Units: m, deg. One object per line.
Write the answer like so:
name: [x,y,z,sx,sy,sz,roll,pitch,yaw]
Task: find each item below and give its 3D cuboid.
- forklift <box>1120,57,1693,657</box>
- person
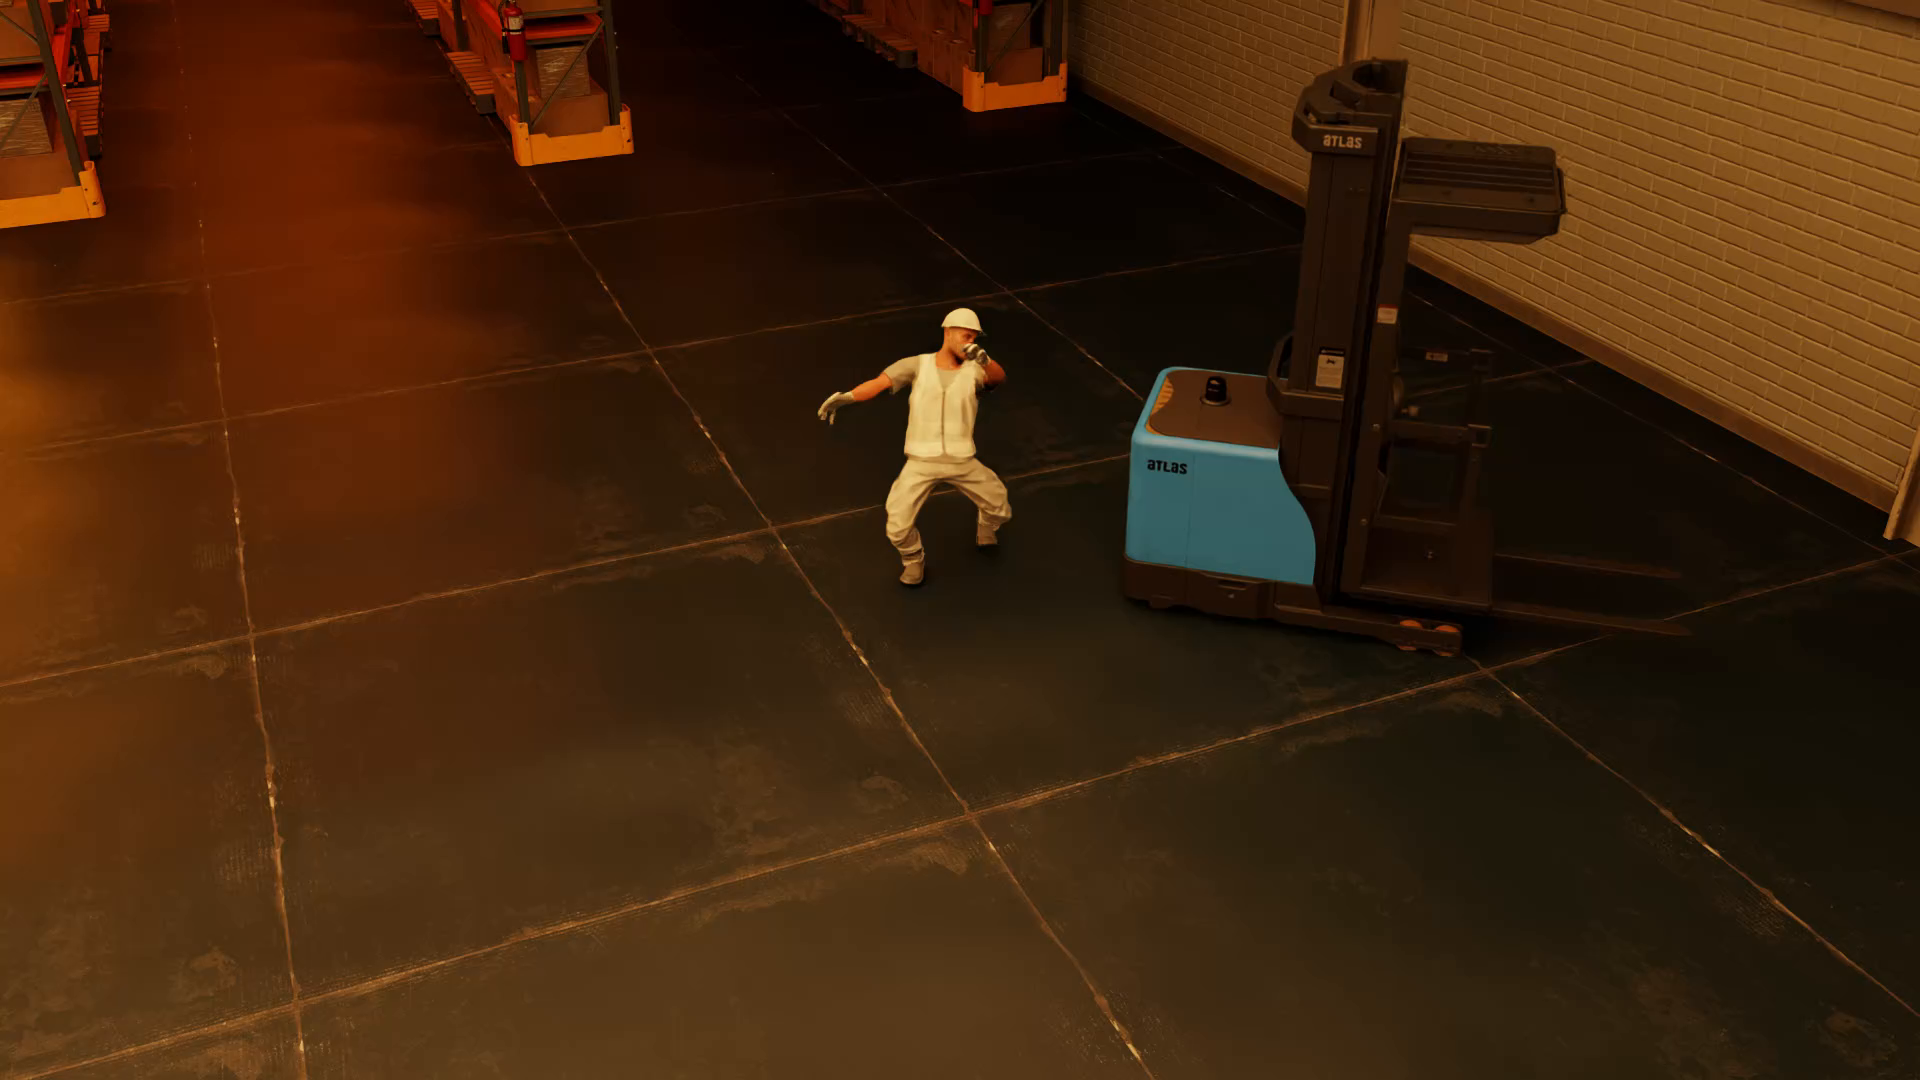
forklift: [2.486,-0.938,8.760,3.031,2.935,1.130,8,31,14]
person: [-0.252,-0.475,9.295,1.101,1.555,0.741,-7,30,-11]
